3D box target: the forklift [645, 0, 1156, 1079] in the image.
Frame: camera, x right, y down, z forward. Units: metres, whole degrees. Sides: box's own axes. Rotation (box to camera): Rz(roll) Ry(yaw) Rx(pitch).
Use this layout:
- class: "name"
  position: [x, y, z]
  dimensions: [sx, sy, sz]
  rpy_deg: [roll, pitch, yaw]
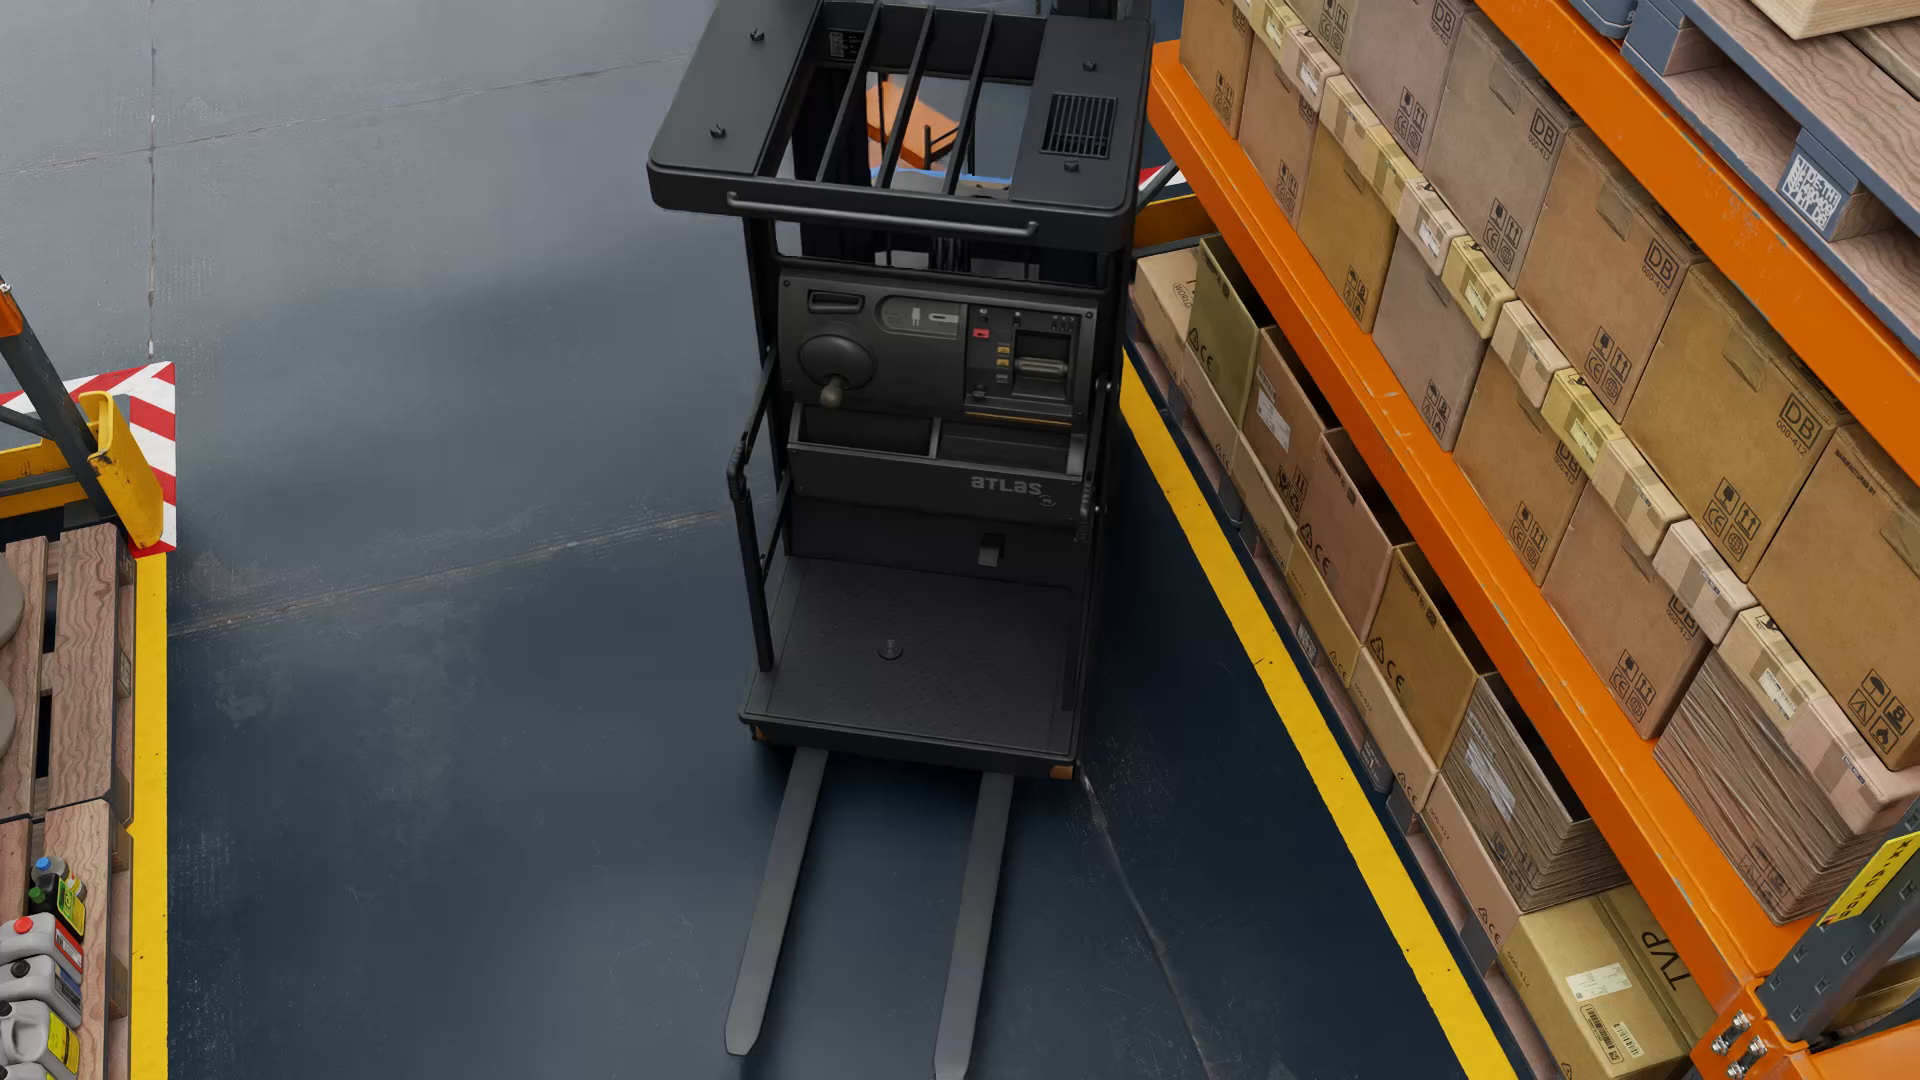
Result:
- class: "forklift"
  position: [-0.102, -0.445, 4.708]
  dimensions: [1.130, 2.935, 3.031]
  rpy_deg: [7, 50, 6]

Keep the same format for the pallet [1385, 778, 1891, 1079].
- class: "pallet"
  position: [2.055, 1.125, 5.164]
  dimensions: [1.003, 0.211, 1.213]
  rpy_deg: [-13, 51, -11]

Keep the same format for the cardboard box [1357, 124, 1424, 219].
- class: "cardboard box"
  position: [1.360, -1.071, 4.701]
  dimensions: [0.380, 0.149, 0.250]
  rpy_deg: [-14, 51, -11]

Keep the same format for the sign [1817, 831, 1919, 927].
- class: "sign"
  position: [1.720, 0.638, 3.132]
  dimensions: [0.100, 0.325, 0.005]
  rpy_deg: [-13, 51, -11]

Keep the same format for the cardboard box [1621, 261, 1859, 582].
- class: "cardboard box"
  position: [1.962, -0.325, 3.649]
  dimensions: [0.700, 0.500, 0.500]
  rpy_deg: [-13, 51, -11]

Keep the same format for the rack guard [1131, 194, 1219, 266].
- class: "rack guard"
  position: [1.060, -1.317, 7.033]
  dimensions: [1.175, 0.500, 0.348]
  rpy_deg: [-13, 51, -11]

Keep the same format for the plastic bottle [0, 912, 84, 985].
- class: "plastic bottle"
  position: [-2.656, 1.181, 4.786]
  dimensions: [0.152, 0.276, 0.135]
  rpy_deg: [-13, 51, -11]

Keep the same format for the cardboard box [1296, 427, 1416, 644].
- class: "cardboard box"
  position: [1.454, -0.058, 5.370]
  dimensions: [0.500, 0.500, 0.500]
  rpy_deg: [-13, 51, -11]

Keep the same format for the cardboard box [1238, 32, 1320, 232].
- class: "cardboard box"
  position: [1.353, -1.411, 5.412]
  dimensions: [0.700, 0.500, 0.500]
  rpy_deg: [-12, 51, -10]

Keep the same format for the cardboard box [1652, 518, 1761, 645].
- class: "cardboard box"
  position: [1.814, 0.053, 3.754]
  dimensions: [0.380, 0.149, 0.250]
  rpy_deg: [-15, 51, -12]

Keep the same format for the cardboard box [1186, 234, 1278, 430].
- class: "cardboard box"
  position: [1.163, -0.789, 5.987]
  dimensions: [0.500, 0.500, 0.500]
  rpy_deg: [-13, 51, -11]

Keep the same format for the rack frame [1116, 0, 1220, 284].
- class: "rack frame"
  position: [1.067, -2.105, 6.063]
  dimensions: [1.000, 3.000, 0.127]
  rpy_deg: [-13, 51, -11]

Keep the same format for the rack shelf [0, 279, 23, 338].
- class: "rack shelf"
  position: [-3.074, 0.705, 4.164]
  dimensions: [1.077, 0.370, 4.000]
  rpy_deg: [-13, 51, -11]

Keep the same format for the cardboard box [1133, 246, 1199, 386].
- class: "cardboard box"
  position: [1.013, -0.912, 6.581]
  dimensions: [0.500, 0.250, 0.500]
  rpy_deg: [-13, 51, -11]

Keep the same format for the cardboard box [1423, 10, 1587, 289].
- class: "cardboard box"
  position: [1.667, -1.056, 4.265]
  dimensions: [0.700, 0.500, 0.500]
  rpy_deg: [-13, 51, -11]

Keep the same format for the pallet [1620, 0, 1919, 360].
- class: "pallet"
  position: [1.973, -0.739, 3.007]
  dimensions: [1.003, 0.211, 1.213]
  rpy_deg: [-13, 51, -11]

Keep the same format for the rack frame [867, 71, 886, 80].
- class: "rack frame"
  position: [-0.374, -1.418, 6.660]
  dimensions: [0.240, 1.200, 0.015]
  rpy_deg: [-36, 59, -27]

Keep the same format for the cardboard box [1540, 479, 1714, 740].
- class: "cardboard box"
  position: [1.951, 0.078, 4.157]
  dimensions: [0.700, 0.500, 0.500]
  rpy_deg: [-14, 51, -11]

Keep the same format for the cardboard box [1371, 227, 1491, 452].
- class: "cardboard box"
  position: [1.653, -0.663, 4.782]
  dimensions: [0.700, 0.500, 0.500]
  rpy_deg: [-12, 51, -10]

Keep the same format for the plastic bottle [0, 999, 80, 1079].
- class: "plastic bottle"
  position: [-2.562, 1.378, 4.571]
  dimensions: [0.144, 0.351, 0.185]
  rpy_deg: [-11, 51, -9]

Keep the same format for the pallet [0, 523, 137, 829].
- class: "pallet"
  position: [-3.363, 0.550, 5.648]
  dimensions: [1.003, 0.211, 1.213]
  rpy_deg: [-13, 51, -11]

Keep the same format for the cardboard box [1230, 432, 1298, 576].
- class: "cardboard box"
  position: [1.312, -0.183, 5.966]
  dimensions: [0.500, 0.250, 0.500]
  rpy_deg: [-13, 51, -11]

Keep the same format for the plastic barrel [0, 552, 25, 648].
- class: "plastic barrel"
  position: [-3.398, 0.142, 5.521]
  dimensions: [0.421, 0.512, 0.421]
  rpy_deg: [0, 50, 0]

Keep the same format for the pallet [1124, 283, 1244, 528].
- class: "pallet"
  position: [1.333, -0.657, 6.666]
  dimensions: [1.003, 0.211, 1.213]
  rpy_deg: [-13, 51, -11]

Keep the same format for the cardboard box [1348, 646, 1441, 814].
- class: "cardboard box"
  position: [1.604, 0.549, 5.349]
  dimensions: [0.500, 0.250, 0.500]
  rpy_deg: [-13, 51, -11]

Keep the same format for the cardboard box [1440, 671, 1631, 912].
- class: "cardboard box"
  position: [1.767, 0.669, 4.758]
  dimensions: [0.500, 0.500, 0.500]
  rpy_deg: [-13, 51, -11]

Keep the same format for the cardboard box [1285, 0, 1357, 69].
- class: "cardboard box"
  position: [1.369, -1.790, 4.883]
  dimensions: [0.700, 0.500, 0.500]
  rpy_deg: [-15, 51, -12]

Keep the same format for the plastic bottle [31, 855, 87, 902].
- class: "plastic bottle"
  position: [-2.704, 1.015, 4.975]
  dimensions: [0.097, 0.201, 0.097]
  rpy_deg: [0, 50, 0]

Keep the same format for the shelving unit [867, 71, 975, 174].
- class: "shelving unit"
  position: [-0.205, -1.283, 6.547]
  dimensions: [0.258, 1.200, 0.503]
  rpy_deg: [-36, 59, -27]

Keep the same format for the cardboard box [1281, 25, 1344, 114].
- class: "cardboard box"
  position: [1.203, -1.452, 5.022]
  dimensions: [0.380, 0.149, 0.250]
  rpy_deg: [-14, 51, -12]

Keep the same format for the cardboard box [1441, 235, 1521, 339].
- class: "cardboard box"
  position: [1.509, -0.696, 4.385]
  dimensions: [0.380, 0.149, 0.250]
  rpy_deg: [-12, 51, -10]

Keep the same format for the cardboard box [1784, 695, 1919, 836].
- class: "cardboard box"
  position: [1.965, 0.425, 3.440]
  dimensions: [0.380, 0.149, 0.250]
  rpy_deg: [-13, 51, -11]

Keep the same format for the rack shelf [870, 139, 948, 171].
- class: "rack shelf"
  position: [-0.205, -1.384, 6.428]
  dimensions: [0.258, 0.148, 0.480]
  rpy_deg: [-36, 59, -27]

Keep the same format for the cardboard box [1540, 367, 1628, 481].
- class: "cardboard box"
  position: [1.666, -0.319, 4.067]
  dimensions: [0.380, 0.149, 0.250]
  rpy_deg: [-14, 51, -11]

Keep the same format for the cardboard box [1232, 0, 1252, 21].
- class: "cardboard box"
  position: [1.058, -1.819, 5.332]
  dimensions: [0.380, 0.149, 0.250]
  rpy_deg: [-15, 51, -12]

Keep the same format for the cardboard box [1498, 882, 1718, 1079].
- class: "cardboard box"
  position: [1.904, 1.278, 4.734]
  dimensions: [0.500, 0.250, 0.500]
  rpy_deg: [-13, 51, -11]
